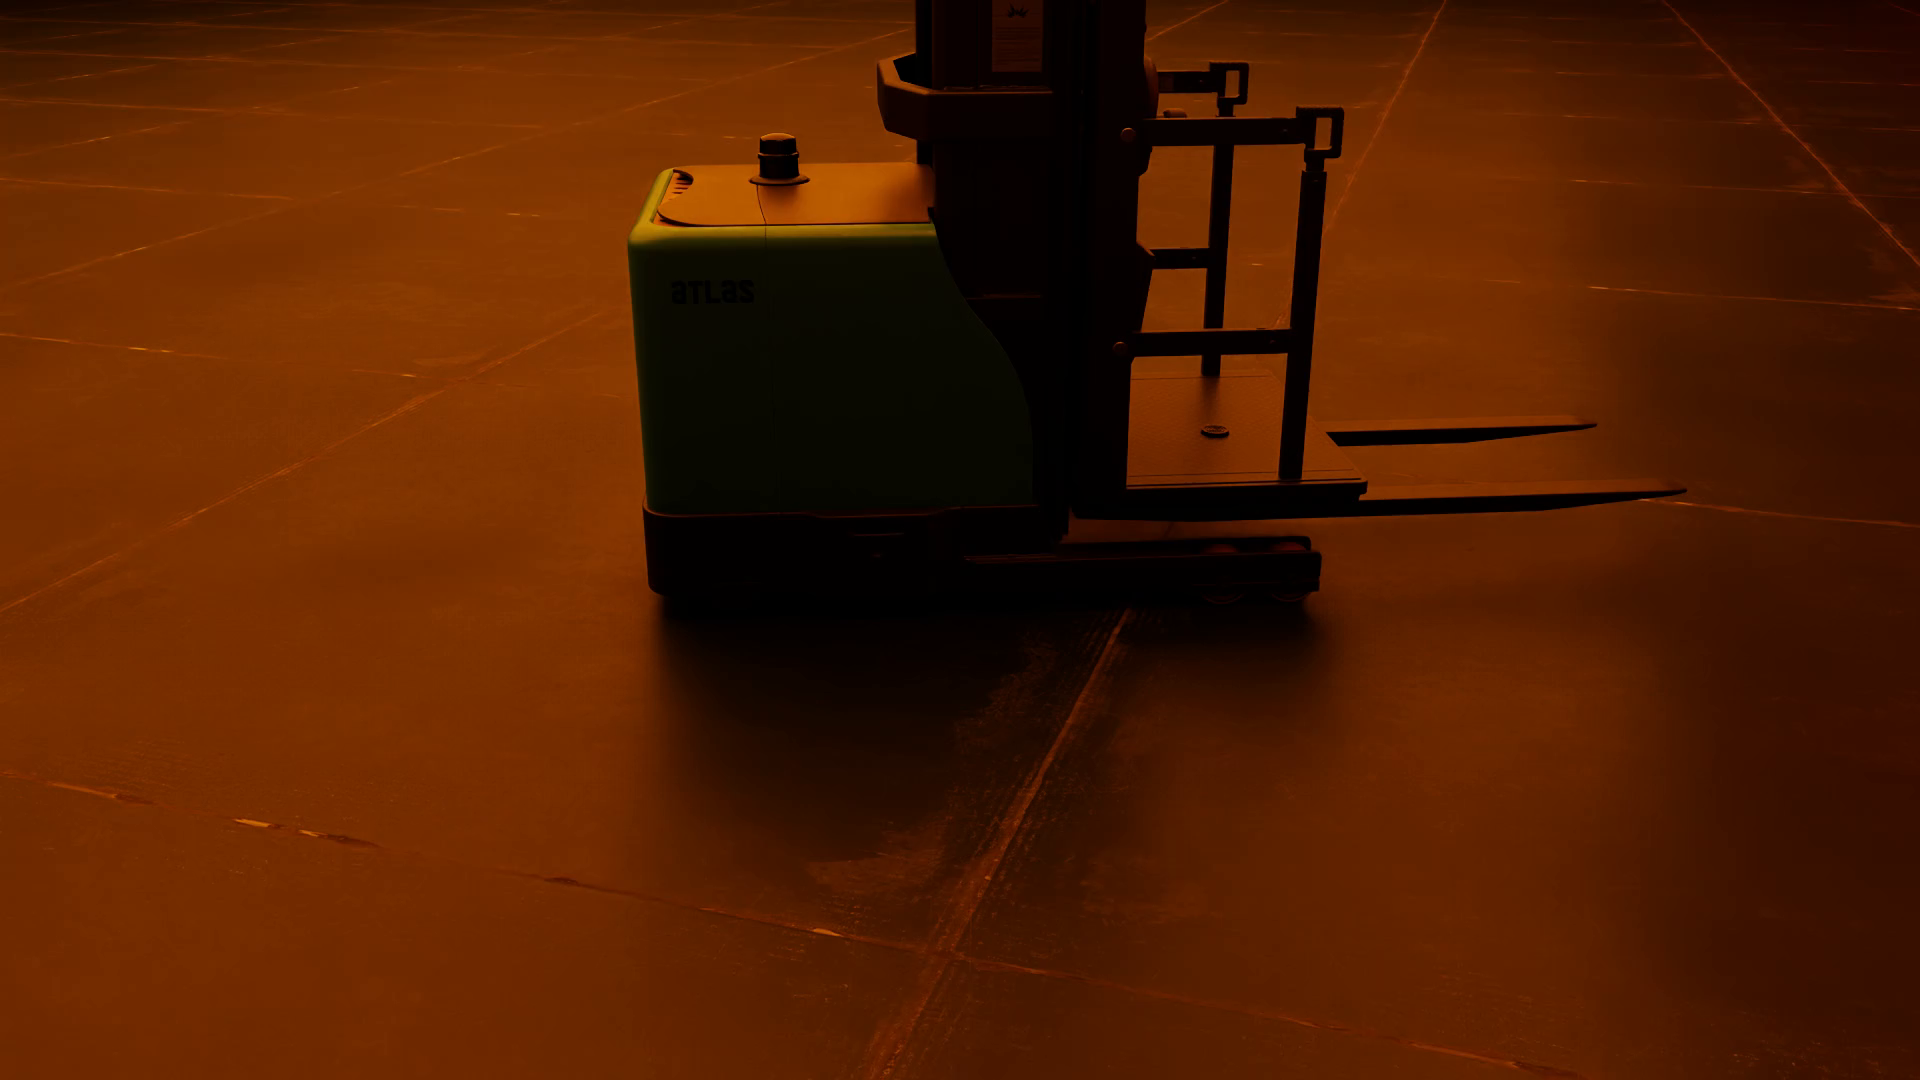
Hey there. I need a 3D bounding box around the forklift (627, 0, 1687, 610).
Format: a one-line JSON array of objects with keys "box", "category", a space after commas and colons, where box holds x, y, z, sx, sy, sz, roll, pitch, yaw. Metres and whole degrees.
[{"box": [0.606, -1.374, 4.608, 3.031, 2.935, 1.130, -2, 23, -4], "category": "forklift"}]
